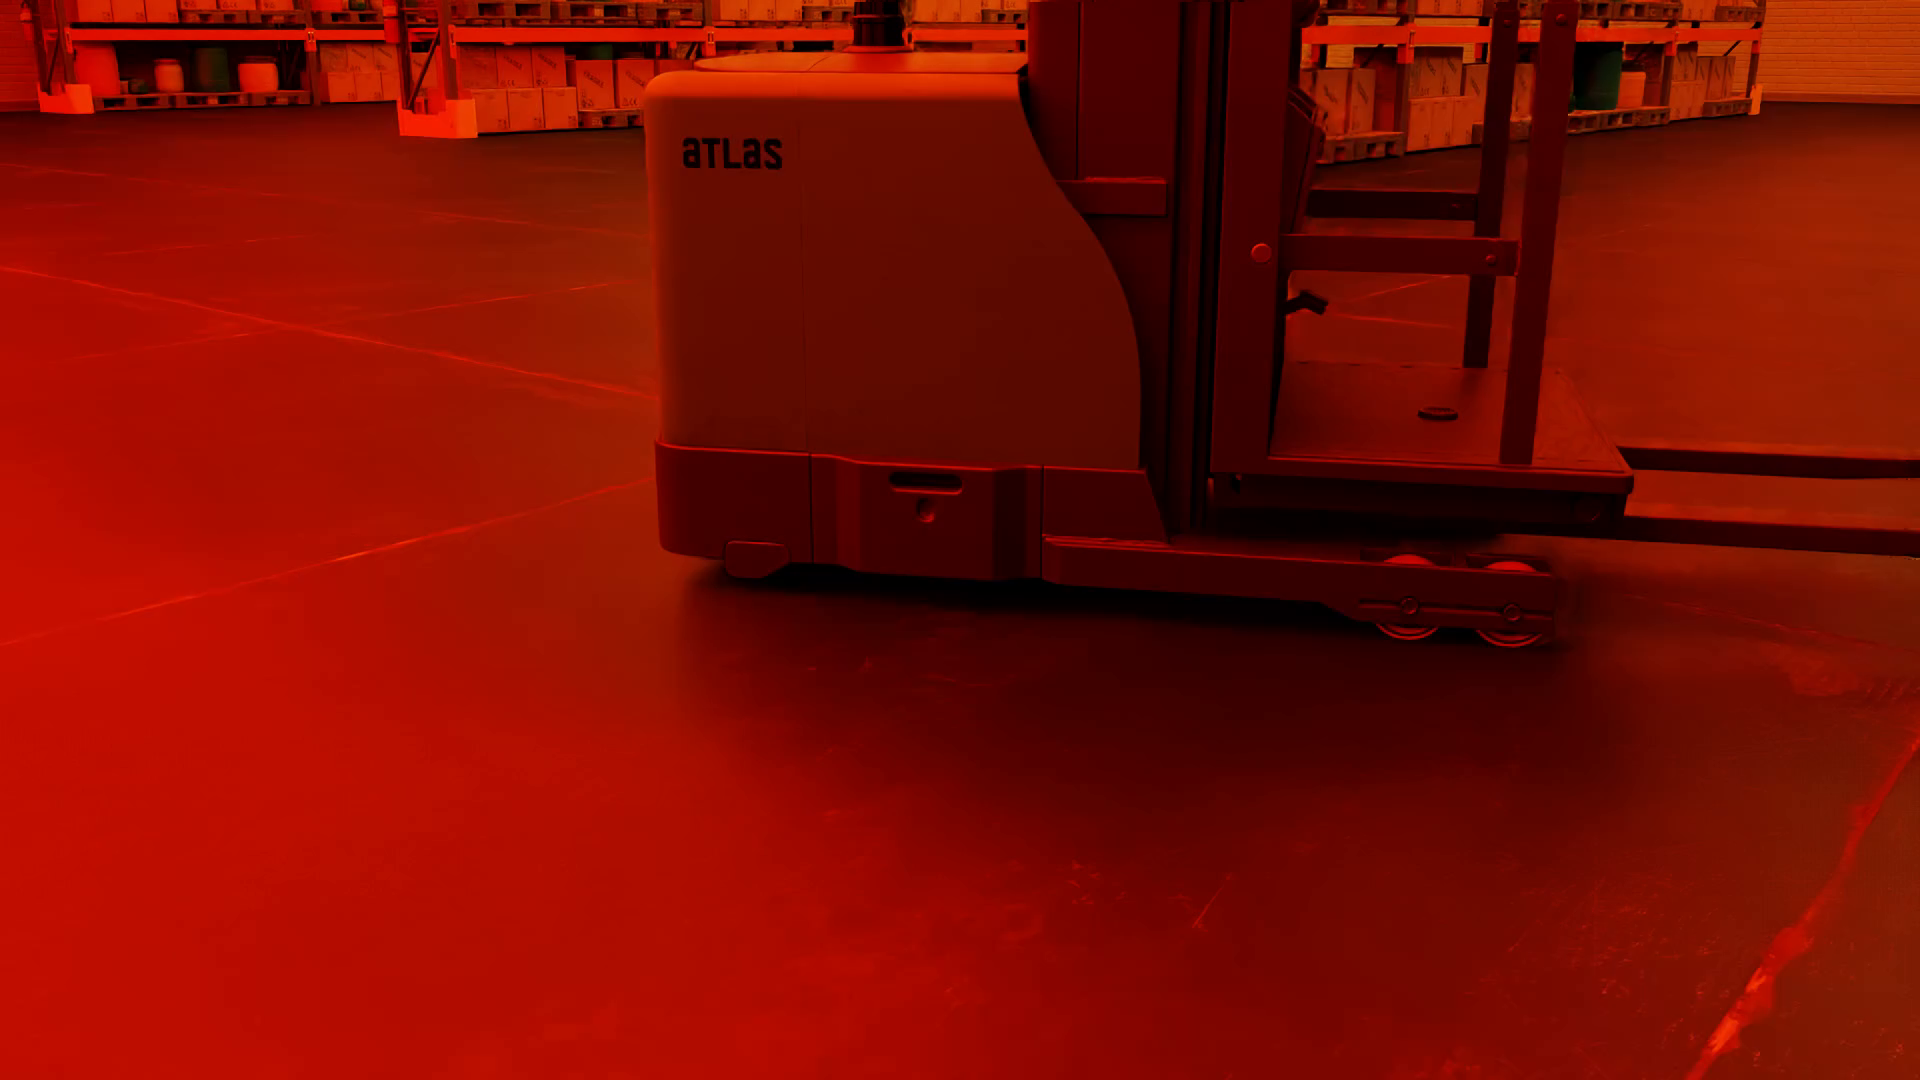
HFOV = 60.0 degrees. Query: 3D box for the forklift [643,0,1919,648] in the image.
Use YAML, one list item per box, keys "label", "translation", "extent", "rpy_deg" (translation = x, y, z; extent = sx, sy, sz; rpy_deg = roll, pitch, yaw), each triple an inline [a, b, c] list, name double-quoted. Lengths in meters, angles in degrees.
- label: "forklift"
  translation: [0.909, -1.361, 3.380]
  extent: [3.031, 2.935, 1.130]
  rpy_deg: [4, 17, 12]
